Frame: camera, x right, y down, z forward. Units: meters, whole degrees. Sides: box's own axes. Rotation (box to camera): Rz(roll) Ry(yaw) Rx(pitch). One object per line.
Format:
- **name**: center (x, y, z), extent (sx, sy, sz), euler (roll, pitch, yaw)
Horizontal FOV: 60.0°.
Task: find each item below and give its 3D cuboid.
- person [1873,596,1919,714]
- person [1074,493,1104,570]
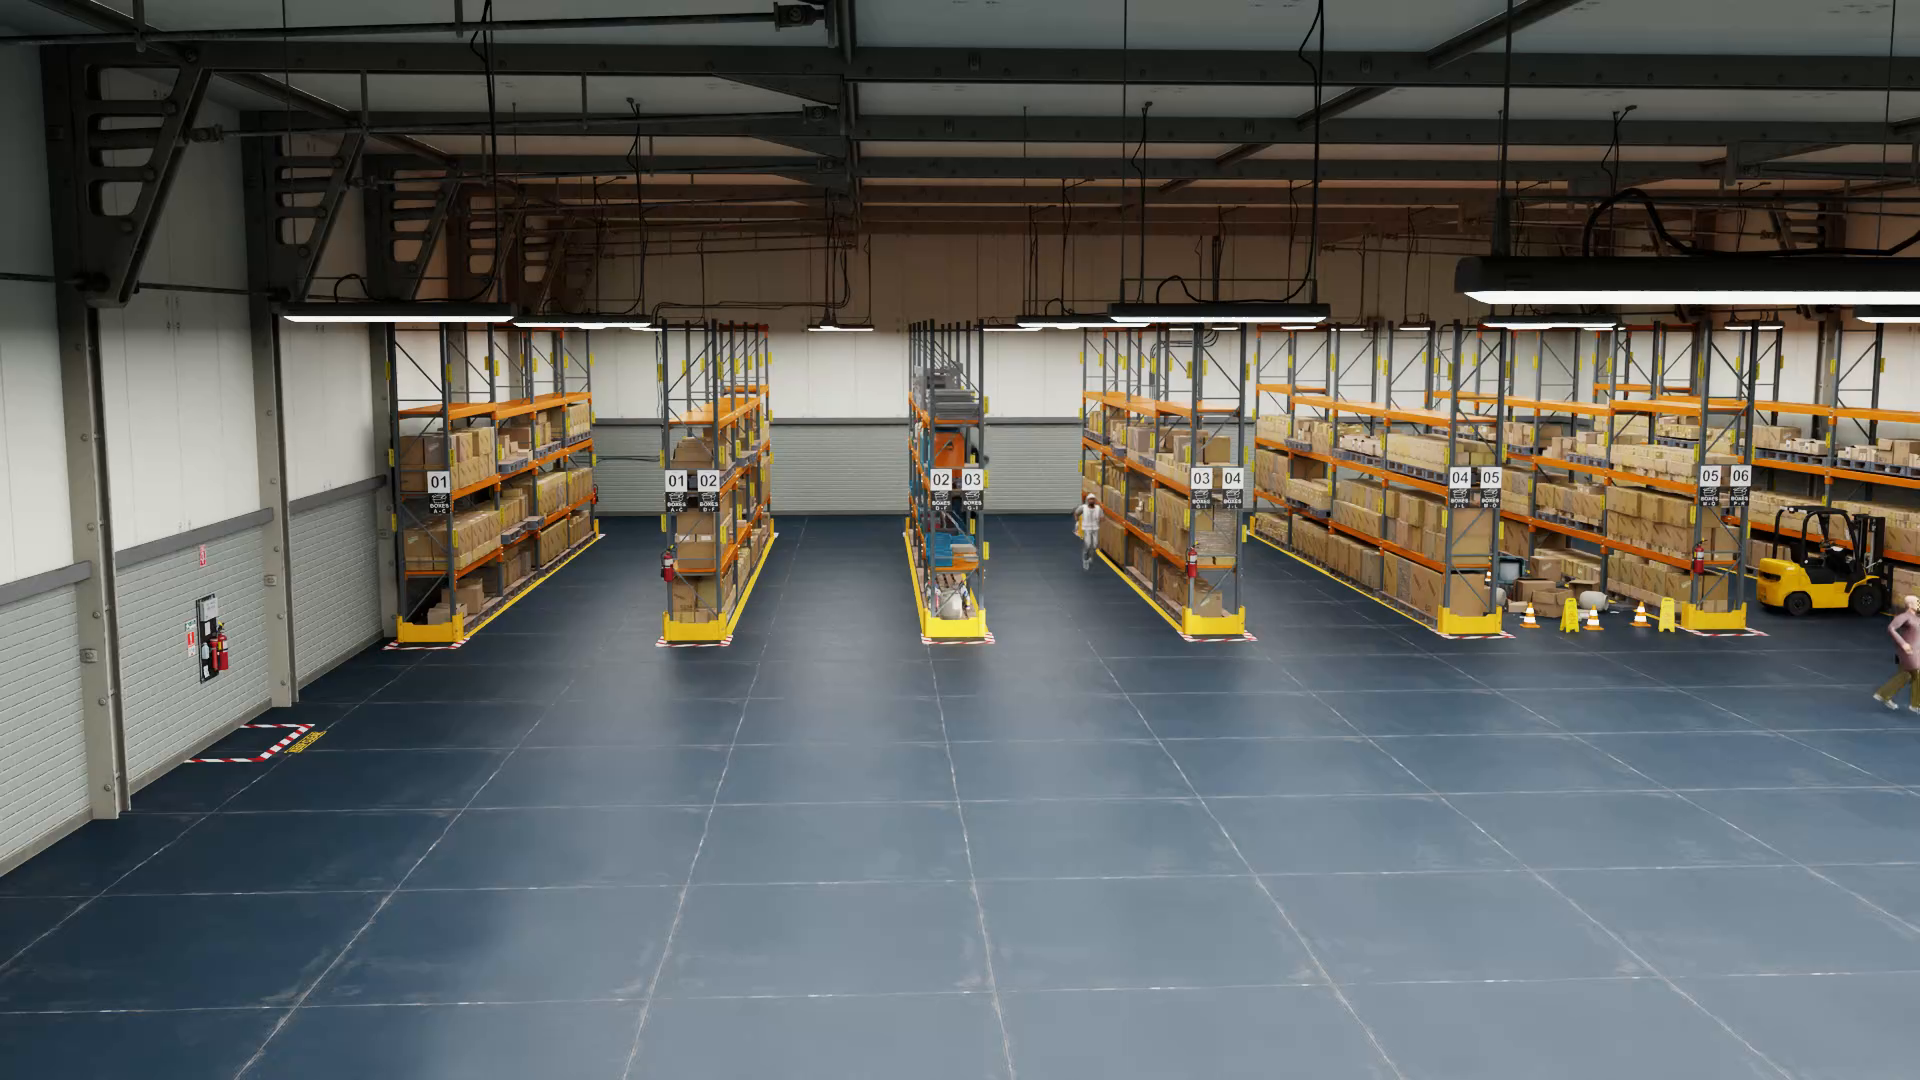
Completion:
- **person**: center (14.324, 1.743, 25.098), extent (0.836, 1.823, 0.694), euler (5, 9, 37)
- **person**: center (3.100, -0.196, 39.509), extent (0.659, 1.826, 0.719), euler (-2, 7, -13)
